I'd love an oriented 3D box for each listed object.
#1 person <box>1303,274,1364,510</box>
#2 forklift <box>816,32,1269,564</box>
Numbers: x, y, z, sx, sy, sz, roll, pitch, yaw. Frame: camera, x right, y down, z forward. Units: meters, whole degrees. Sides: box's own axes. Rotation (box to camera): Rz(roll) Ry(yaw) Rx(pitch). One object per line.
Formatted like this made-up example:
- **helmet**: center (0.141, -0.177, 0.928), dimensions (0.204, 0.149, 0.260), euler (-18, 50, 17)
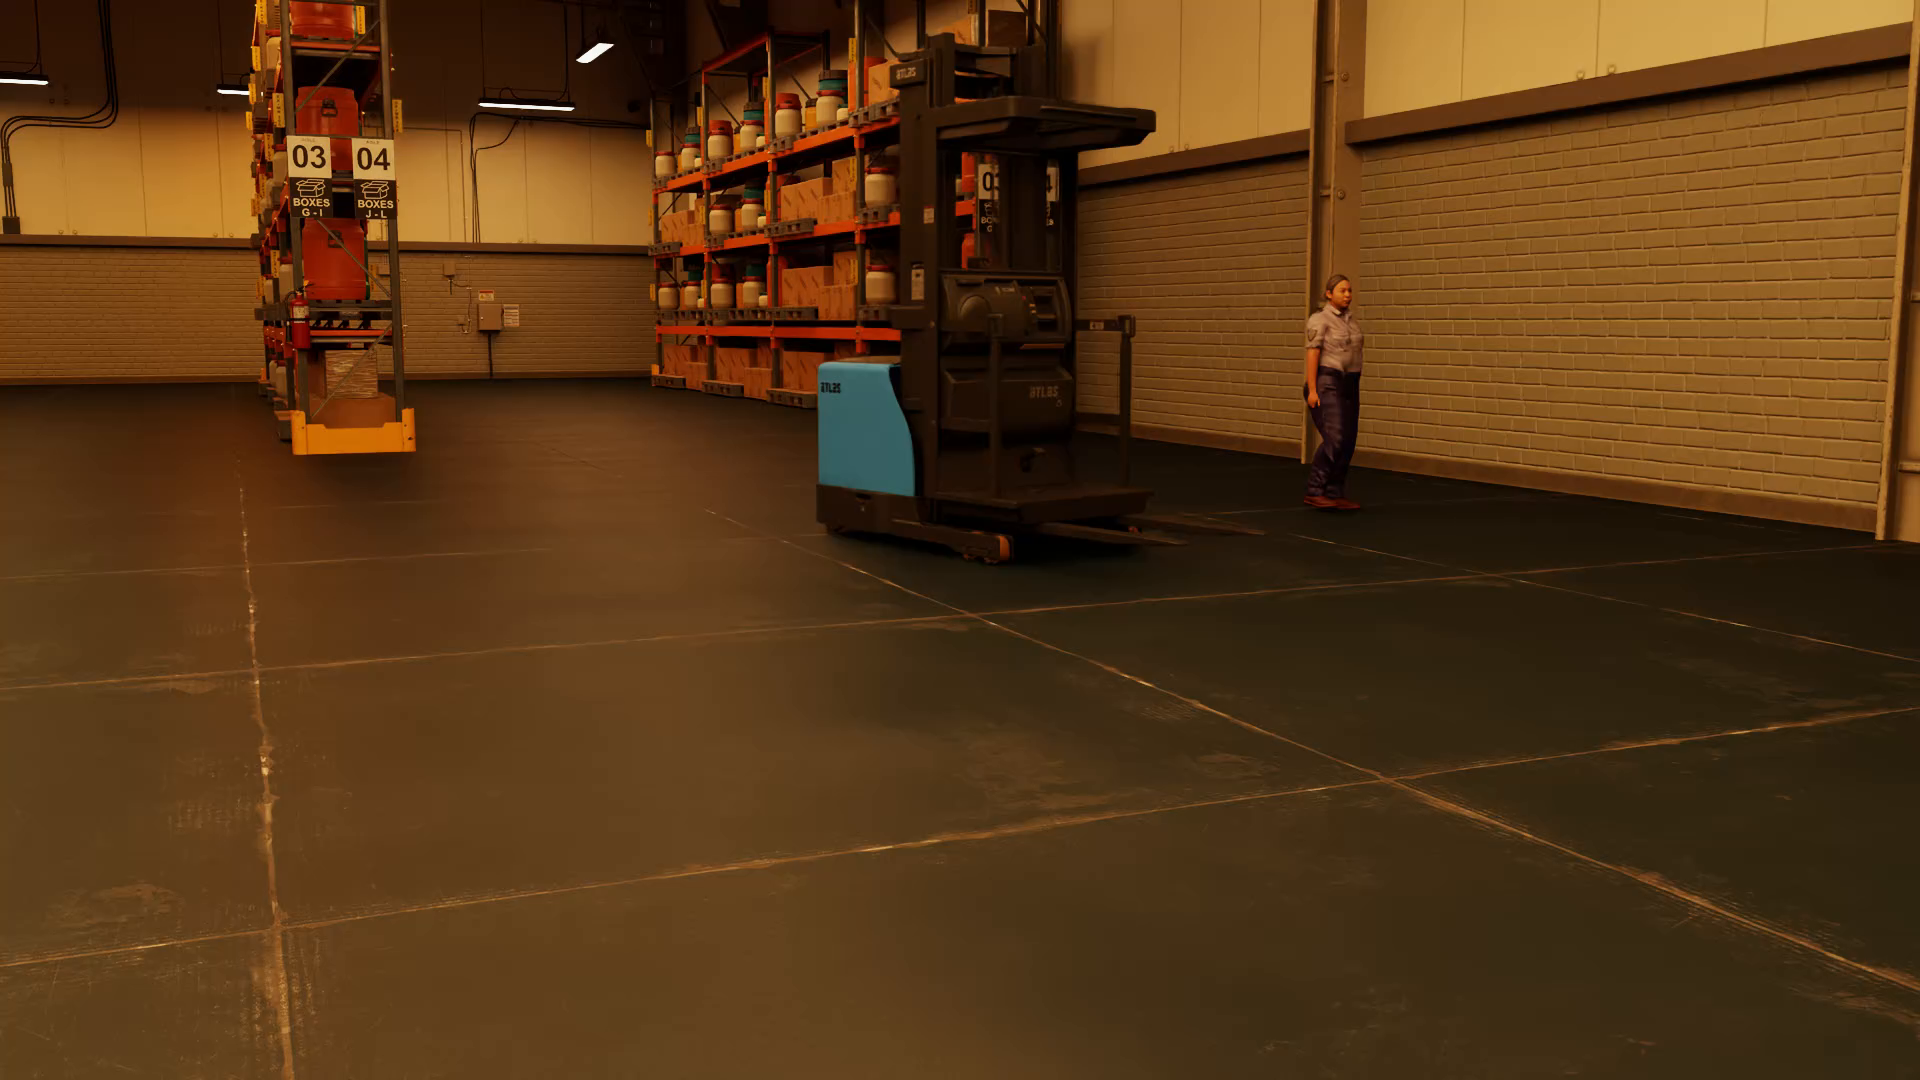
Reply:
- **person**: center (2.636, -1.031, 11.670), dimensions (0.499, 1.651, 0.373), euler (-7, 10, -41)
- **forklift**: center (0.409, -1.391, 9.492), dimensions (1.130, 2.935, 3.031), euler (-6, 10, -39)
